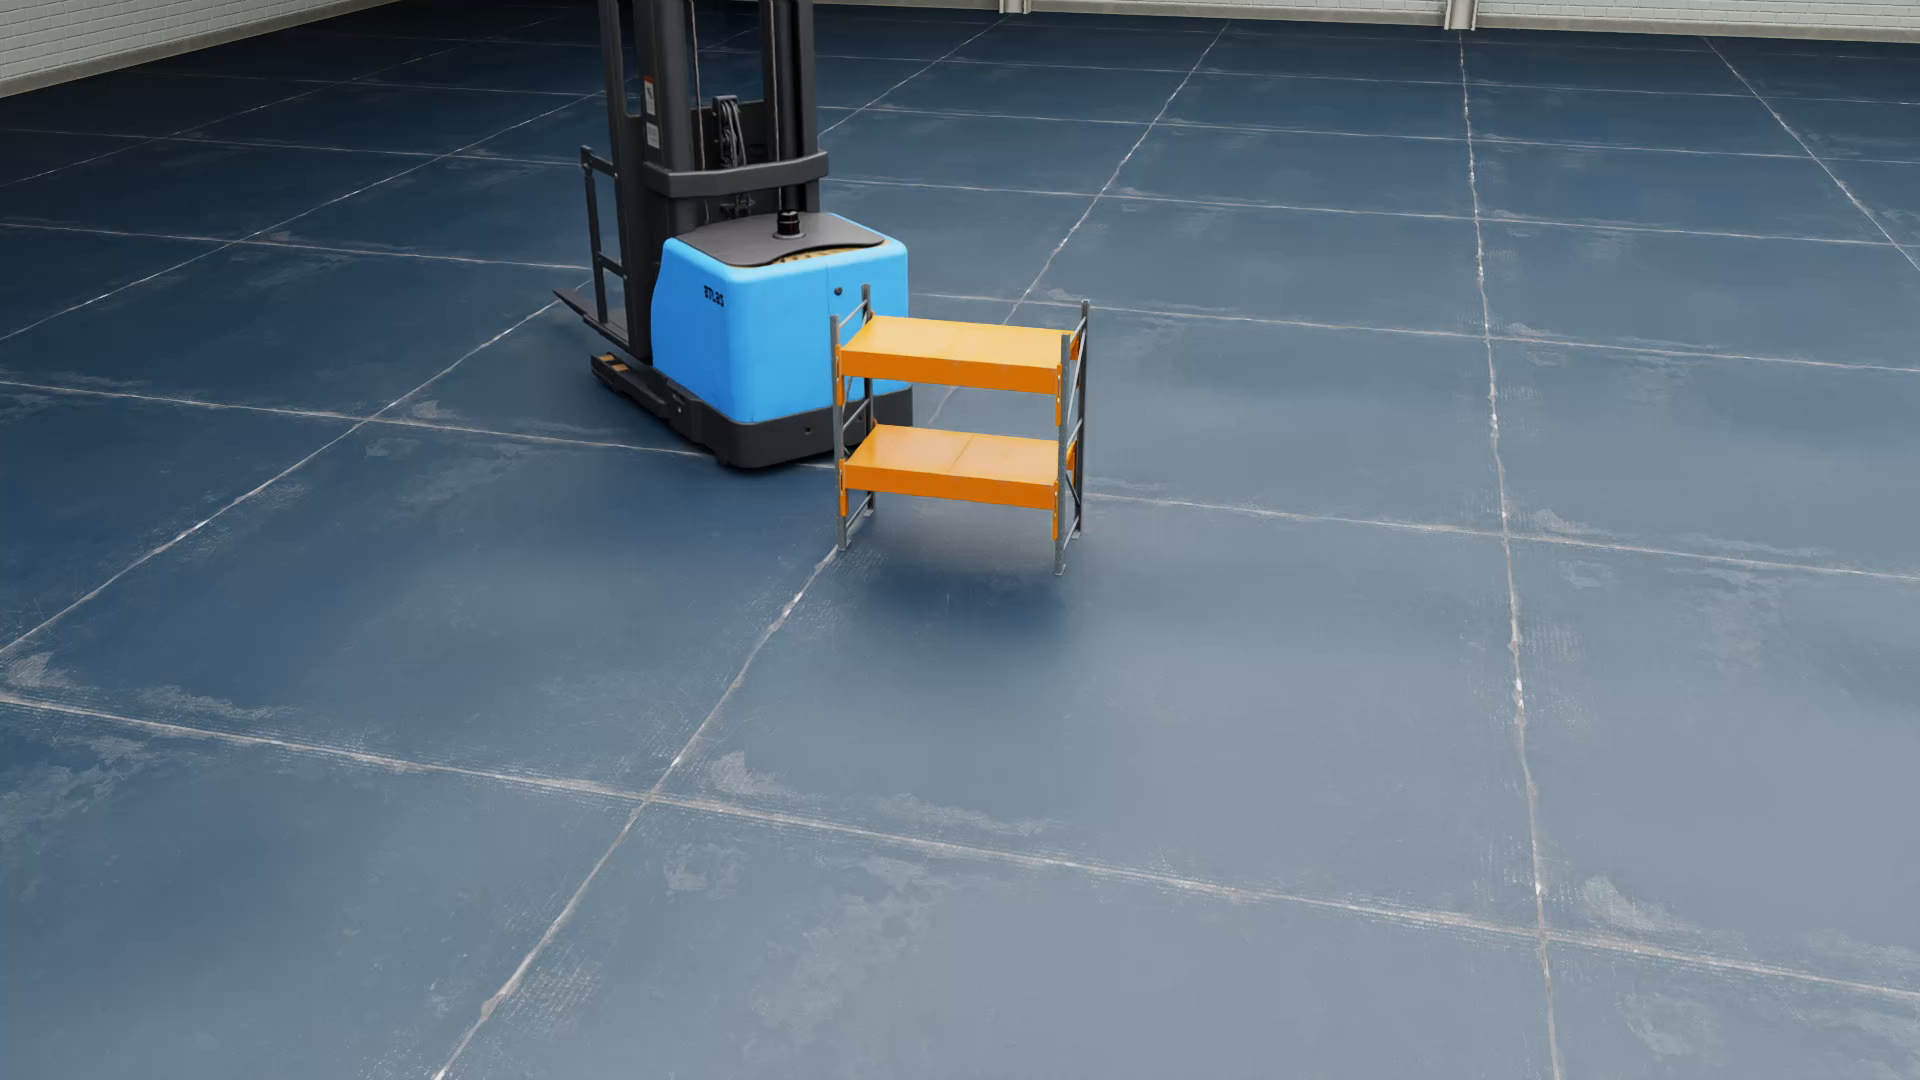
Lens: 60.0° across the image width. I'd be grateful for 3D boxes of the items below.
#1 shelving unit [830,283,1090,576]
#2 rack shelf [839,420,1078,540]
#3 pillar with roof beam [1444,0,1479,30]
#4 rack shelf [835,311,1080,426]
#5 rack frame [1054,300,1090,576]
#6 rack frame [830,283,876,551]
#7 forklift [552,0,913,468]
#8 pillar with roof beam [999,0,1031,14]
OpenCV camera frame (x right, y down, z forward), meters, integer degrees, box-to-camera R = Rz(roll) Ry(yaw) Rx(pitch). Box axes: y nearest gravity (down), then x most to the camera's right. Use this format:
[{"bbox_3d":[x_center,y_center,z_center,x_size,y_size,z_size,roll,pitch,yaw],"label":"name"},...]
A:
[{"bbox_3d":[0.007,-0.507,7.507,1.048,1.125,0.538,6,26,13],"label":"shelving unit"},{"bbox_3d":[0.007,-0.286,7.612,1.000,0.278,0.538,6,26,13],"label":"rack shelf"},{"bbox_3d":[5.515,-9.026,16.240,0.400,9.000,9.100,6,26,13],"label":"pillar with roof beam"},{"bbox_3d":[0.007,-0.771,7.381,1.000,0.278,0.538,6,26,13],"label":"rack shelf"},{"bbox_3d":[0.499,-0.453,7.392,0.032,1.125,0.500,6,26,13],"label":"rack frame"},{"bbox_3d":[-0.486,-0.562,7.621,0.032,1.125,0.500,6,26,13],"label":"rack frame"},{"bbox_3d":[-1.484,-2.266,9.099,1.130,2.935,3.031,-16,30,-30],"label":"forklift"},{"bbox_3d":[-0.296,-9.668,17.589,0.400,9.000,9.100,6,26,13],"label":"pillar with roof beam"}]
